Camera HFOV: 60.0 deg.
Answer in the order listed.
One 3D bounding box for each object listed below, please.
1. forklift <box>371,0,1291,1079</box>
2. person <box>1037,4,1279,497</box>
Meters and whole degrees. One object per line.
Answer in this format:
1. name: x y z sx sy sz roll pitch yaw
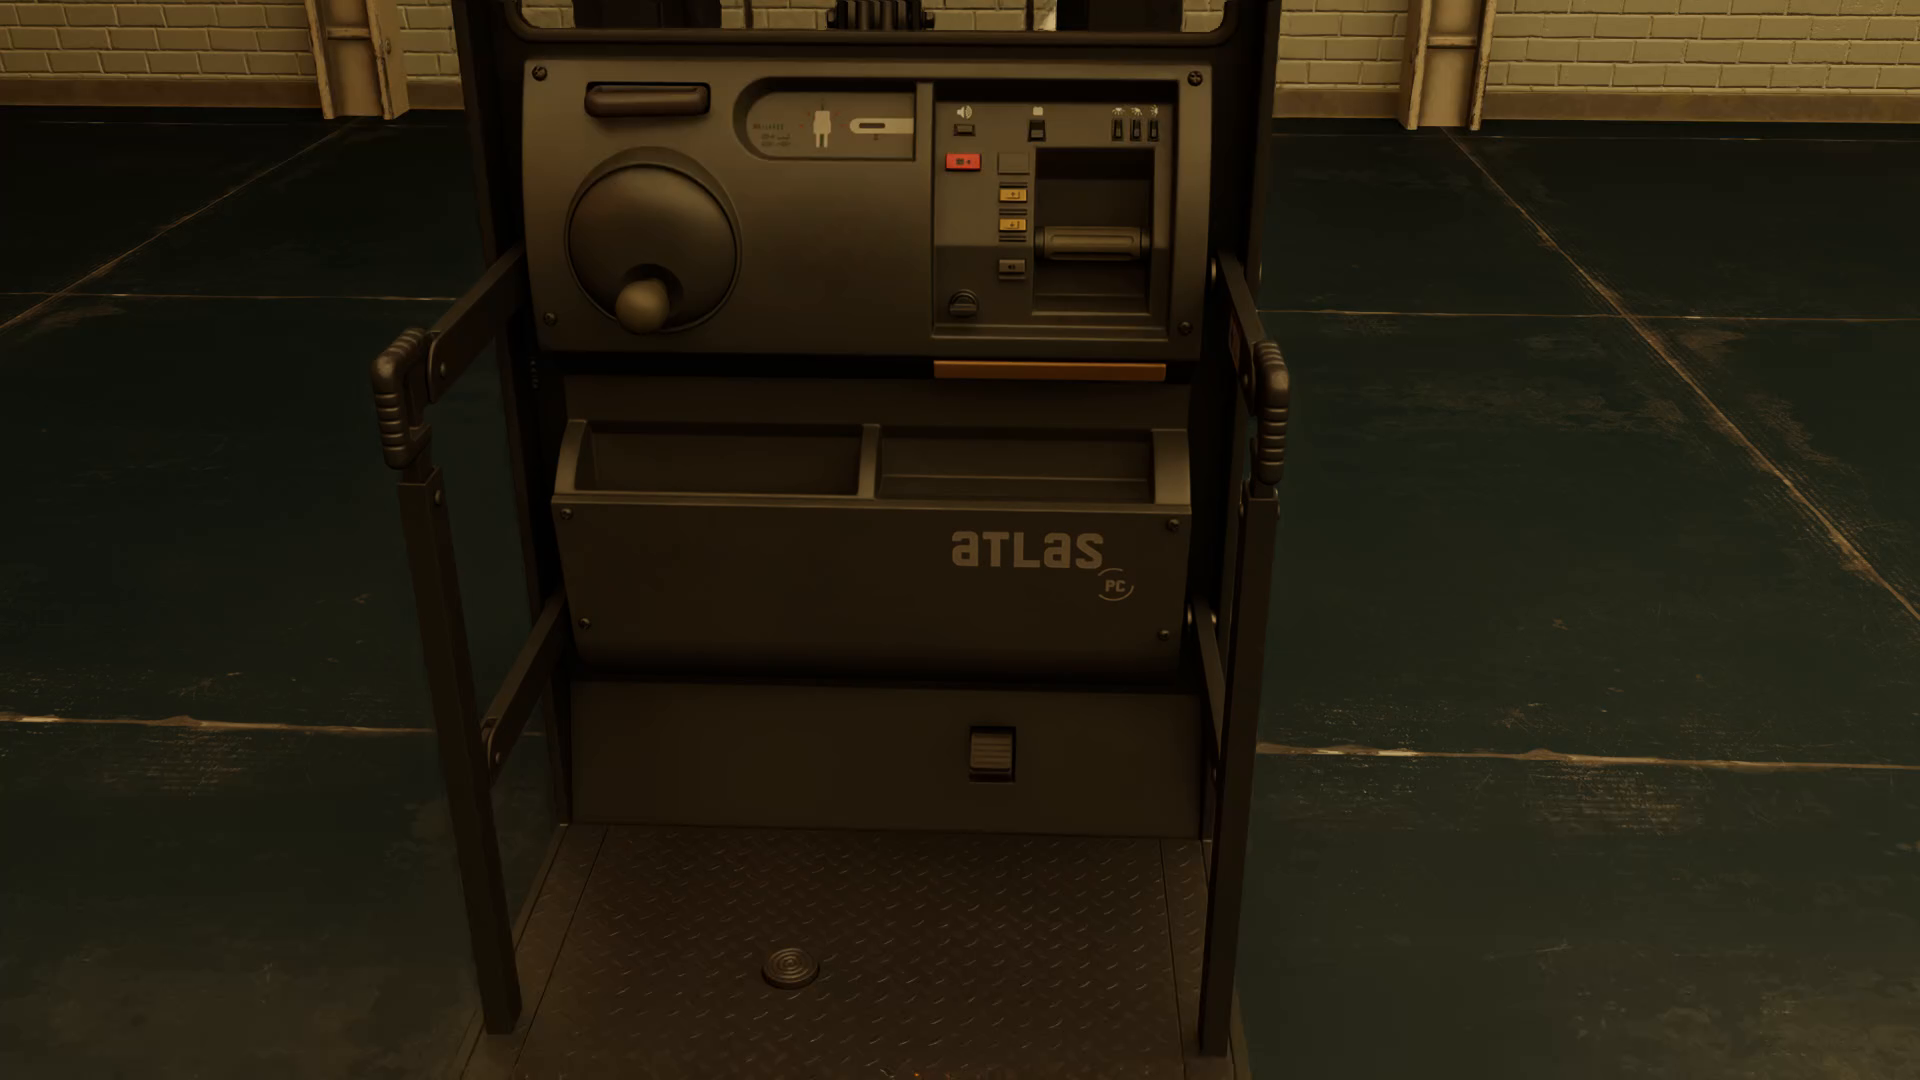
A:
1. forklift: -0.135 -0.423 2.065 1.130 2.935 3.031 1 26 2
2. person: 0.397 -0.728 4.177 0.886 1.618 0.637 -3 26 -6
